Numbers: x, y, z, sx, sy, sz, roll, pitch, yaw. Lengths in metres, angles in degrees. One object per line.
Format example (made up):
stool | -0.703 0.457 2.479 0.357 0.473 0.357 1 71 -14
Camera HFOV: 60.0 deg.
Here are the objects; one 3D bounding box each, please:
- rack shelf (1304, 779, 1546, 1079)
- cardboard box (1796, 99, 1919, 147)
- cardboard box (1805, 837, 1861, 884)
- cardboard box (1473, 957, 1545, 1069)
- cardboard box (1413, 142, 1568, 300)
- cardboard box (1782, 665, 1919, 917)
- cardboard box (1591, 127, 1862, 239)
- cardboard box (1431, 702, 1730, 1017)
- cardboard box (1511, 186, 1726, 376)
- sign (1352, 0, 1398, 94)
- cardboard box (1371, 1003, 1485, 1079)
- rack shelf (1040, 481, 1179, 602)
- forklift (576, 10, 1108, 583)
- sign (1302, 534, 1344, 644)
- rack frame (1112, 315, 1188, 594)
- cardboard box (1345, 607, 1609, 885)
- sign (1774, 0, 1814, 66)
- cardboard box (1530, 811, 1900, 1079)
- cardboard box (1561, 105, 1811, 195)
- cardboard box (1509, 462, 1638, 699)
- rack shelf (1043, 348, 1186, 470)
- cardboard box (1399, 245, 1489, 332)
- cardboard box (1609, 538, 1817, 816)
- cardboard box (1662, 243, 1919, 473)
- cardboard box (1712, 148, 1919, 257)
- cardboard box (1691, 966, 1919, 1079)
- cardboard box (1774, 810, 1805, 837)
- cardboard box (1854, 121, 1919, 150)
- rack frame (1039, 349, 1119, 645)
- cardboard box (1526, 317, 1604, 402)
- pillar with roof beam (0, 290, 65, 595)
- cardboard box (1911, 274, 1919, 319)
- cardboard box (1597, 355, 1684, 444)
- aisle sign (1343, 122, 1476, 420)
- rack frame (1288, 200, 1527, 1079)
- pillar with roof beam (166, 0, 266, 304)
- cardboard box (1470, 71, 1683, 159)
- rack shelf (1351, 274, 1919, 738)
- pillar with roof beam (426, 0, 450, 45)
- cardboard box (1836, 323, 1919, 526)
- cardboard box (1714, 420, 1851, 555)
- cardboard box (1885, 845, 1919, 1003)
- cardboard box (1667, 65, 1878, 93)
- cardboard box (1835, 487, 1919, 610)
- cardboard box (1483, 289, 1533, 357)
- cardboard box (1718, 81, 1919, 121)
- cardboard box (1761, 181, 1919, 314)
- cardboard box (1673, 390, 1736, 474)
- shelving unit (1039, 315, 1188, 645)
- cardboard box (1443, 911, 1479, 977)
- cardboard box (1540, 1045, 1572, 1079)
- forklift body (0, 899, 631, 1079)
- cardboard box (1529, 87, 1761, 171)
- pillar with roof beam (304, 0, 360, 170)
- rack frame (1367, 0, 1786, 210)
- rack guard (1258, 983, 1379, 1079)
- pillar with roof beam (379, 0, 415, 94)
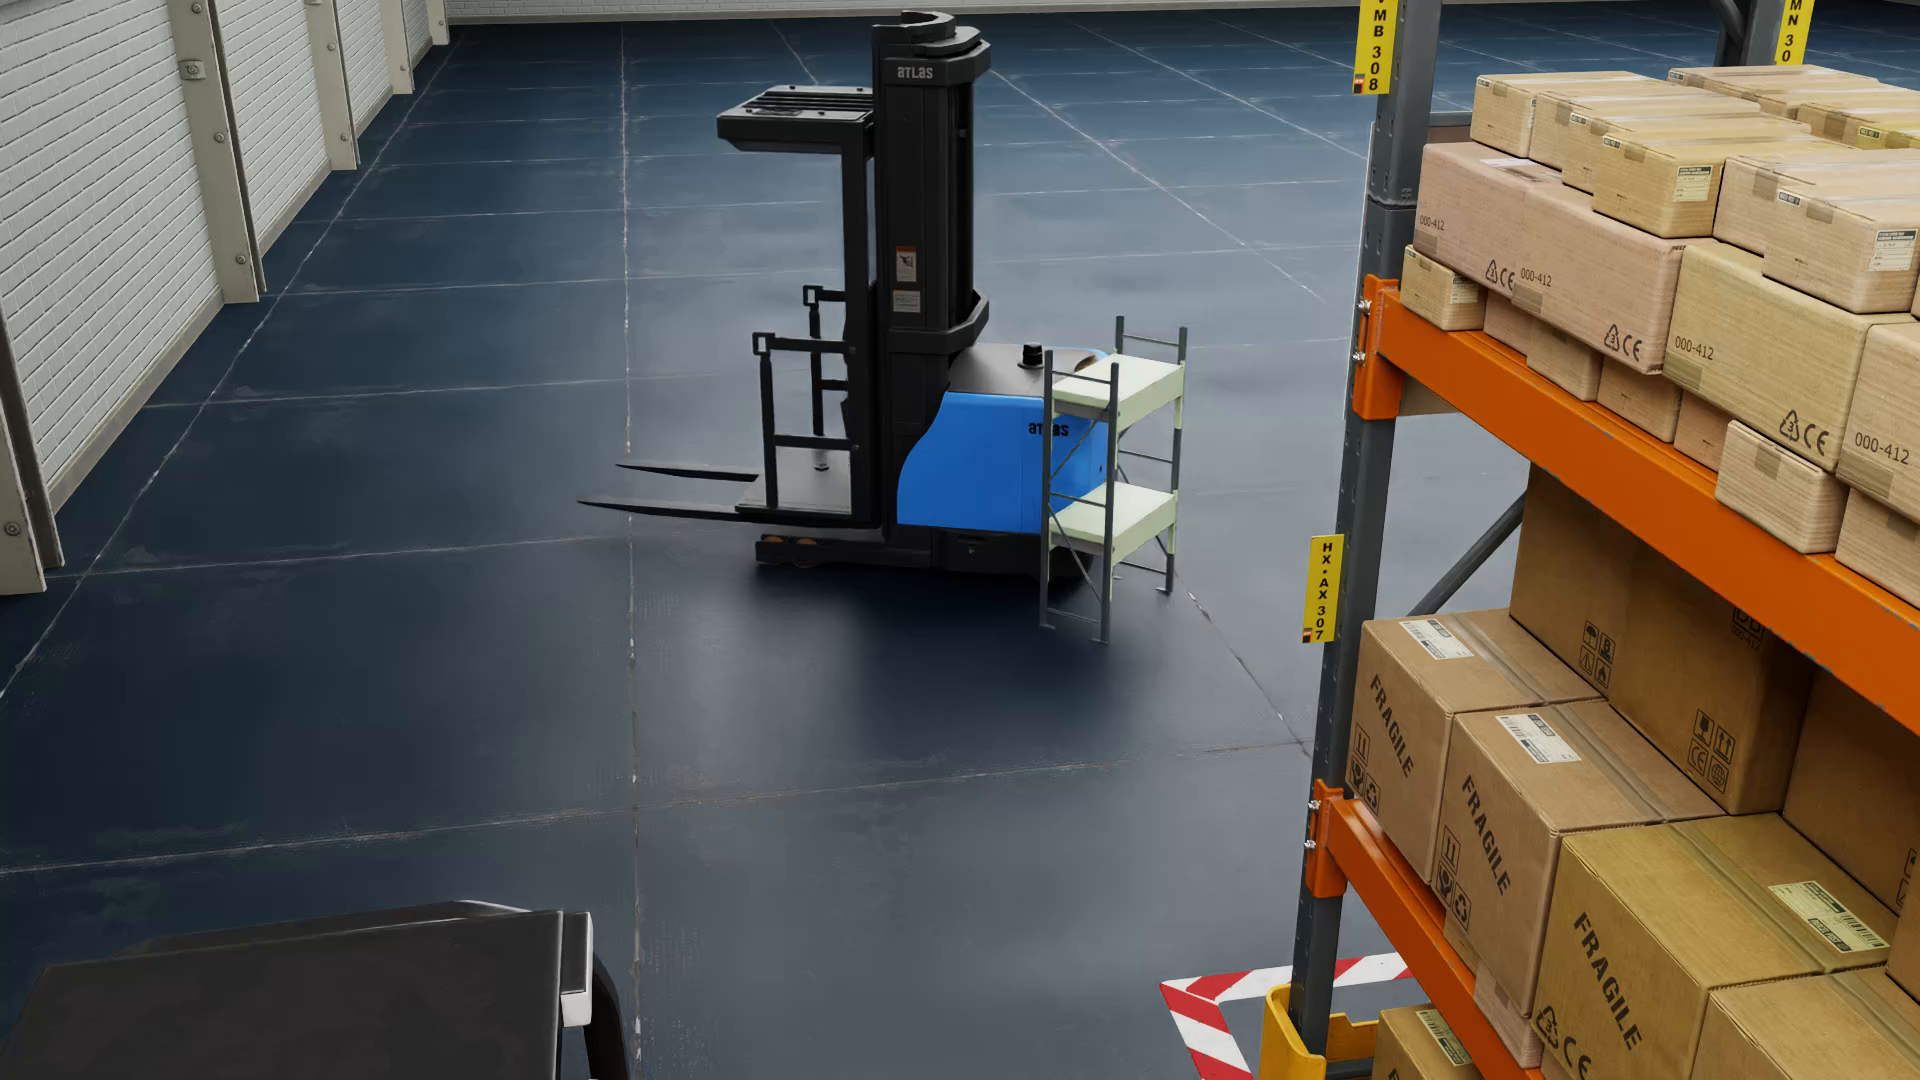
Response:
rack shelf | 1.911 1.610 3.215 1.077 0.370 4.000 -4 24 -10
cardboard box | 1.969 -0.817 3.442 0.380 0.149 0.250 -5 24 -10
cardboard box | 2.090 0.899 3.447 0.500 0.500 0.500 -4 24 -10
cardboard box | 1.432 1.069 3.867 0.380 0.149 0.250 -4 24 -9
cardboard box | 1.372 -0.731 3.744 0.500 0.250 0.500 -5 24 -11
cardboard box | 2.132 0.431 3.270 0.700 0.500 0.500 -5 24 -10
cardboard box | 1.428 -0.671 3.109 0.380 0.149 0.250 -4 24 -10
cardboard box | 1.455 0.722 3.853 0.500 0.500 0.500 -4 24 -8
cardboard box | 1.456 -0.532 3.289 0.500 0.250 0.500 -5 24 -11
sign | 1.008 -1.241 4.005 0.100 0.325 0.005 -4 24 -10
cardboard box | 1.424 1.565 4.394 0.500 0.500 0.500 -5 24 -12
rack shelf | 0.789 -0.022 8.740 0.431 0.370 0.720 15 28 30
forklift | -0.696 -1.383 9.255 3.031 2.935 1.130 4 24 10
sign | 1.008 0.137 4.607 0.100 0.325 0.005 -4 24 -10
rack frame | 0.990 -0.443 8.890 0.400 1.500 0.023 15 28 30
cardboard box | 1.356 0.518 4.319 0.500 0.500 0.500 -5 24 -11
sign | 2.090 -1.320 4.171 0.100 0.325 0.005 -4 24 -10
cardboard box | 1.551 0.922 3.394 0.500 0.500 0.500 -5 24 -11
cardboard box | 1.454 -0.776 3.348 0.380 0.149 0.250 -4 24 -10
cardboard box | 1.850 0.038 4.169 0.700 0.500 0.500 -5 24 -11
rack shelf | 0.789 -0.678 8.453 0.431 0.370 0.720 15 28 30
cardboard box | 1.284 -0.611 3.968 0.380 0.149 0.250 -4 24 -10
cardboard box | 1.937 0.238 3.712 0.700 0.500 0.500 -4 24 -9
cardboard box | 1.576 -0.331 2.828 0.500 0.250 0.500 -4 24 -8
cardboard box | 1.568 -0.581 2.902 0.380 0.149 0.250 -4 24 -10
cardboard box | 1.653 1.122 2.938 0.500 0.500 0.500 -5 24 -11
cardboard box | 2.001 0.702 3.899 0.500 0.500 0.500 -4 24 -10
cardboard box | 1.965 -0.713 3.205 0.380 0.149 0.250 -4 24 -9
rack frame | 0.588 -0.198 8.329 0.400 1.500 0.023 15 28 30
cardboard box | 1.435 -0.408 3.503 0.380 0.149 0.250 -4 24 -8
pillar with roof beam | -0.972 -4.225 8.180 9.100 9.000 0.400 -4 24 -10
cardboard box | 1.657 -0.376 2.432 0.380 0.149 0.250 -4 24 -9
cardboard box | 1.505 -0.312 3.284 0.380 0.149 0.250 -4 24 -10
aisle sign | 1.225 -0.699 4.355 0.394 0.787 0.004 -4 24 -10
rack frame | 1.541 0.494 4.872 1.000 3.000 0.127 -4 24 -10
pillar with roof beam | -2.081 -6.585 13.584 9.100 9.000 0.400 -4 24 -10
cardboard box | 1.407 -0.976 3.808 0.380 0.149 0.250 -4 24 -10
rack shelf | 1.911 0.235 2.614 1.077 0.370 4.000 -4 24 -10
pillar with roof beam | -5.410 -13.665 29.795 9.100 9.000 0.400 -4 24 -10
cardboard box | 1.651 -0.128 2.363 0.500 0.250 0.500 -4 24 -9
cardboard box | 1.526 -0.103 2.805 0.380 0.149 0.250 -4 24 -9
cardboard box | 2.088 0.637 2.798 0.700 0.500 0.500 -4 24 -10
cardboard box | 1.894 -1.020 3.908 0.380 0.149 0.250 -4 24 -9
cardboard box | 1.615 -0.003 2.575 0.380 0.149 0.250 -5 24 -11
cardboard box | 1.420 -0.515 3.747 0.380 0.149 0.250 -5 24 -11
cardboard box | 1.904 -0.916 3.669 0.380 0.149 0.250 -4 24 -9
cardboard box | 1.536 -0.472 2.653 0.380 0.149 0.250 -4 24 -8
cardboard box | 1.558 -0.208 3.045 0.380 0.149 0.250 -5 24 -11
shelving unit | 0.789 -0.320 8.609 0.431 1.500 0.755 15 28 30
cardboard box | 1.431 0.966 4.104 0.380 0.149 0.250 -5 24 -11
cardboard box | 1.513 1.169 3.640 0.380 0.149 0.250 -4 24 -8
forklift body | -1.193 1.862 2.799 2.313 2.155 1.214 -4 24 -10
cardboard box | 1.469 -0.878 3.583 0.380 0.149 0.250 -4 24 -10
pillar with roof beam | -3.191 -8.945 18.988 9.100 9.000 0.400 -4 24 -10
rack frame | 1.541 -2.256 3.671 1.000 3.000 0.127 -4 24 -10
rack guard | 1.555 1.669 5.304 1.175 0.500 0.348 -4 24 -10
pillar with roof beam | -4.300 -11.305 24.391 9.100 9.000 0.400 -4 24 -10
